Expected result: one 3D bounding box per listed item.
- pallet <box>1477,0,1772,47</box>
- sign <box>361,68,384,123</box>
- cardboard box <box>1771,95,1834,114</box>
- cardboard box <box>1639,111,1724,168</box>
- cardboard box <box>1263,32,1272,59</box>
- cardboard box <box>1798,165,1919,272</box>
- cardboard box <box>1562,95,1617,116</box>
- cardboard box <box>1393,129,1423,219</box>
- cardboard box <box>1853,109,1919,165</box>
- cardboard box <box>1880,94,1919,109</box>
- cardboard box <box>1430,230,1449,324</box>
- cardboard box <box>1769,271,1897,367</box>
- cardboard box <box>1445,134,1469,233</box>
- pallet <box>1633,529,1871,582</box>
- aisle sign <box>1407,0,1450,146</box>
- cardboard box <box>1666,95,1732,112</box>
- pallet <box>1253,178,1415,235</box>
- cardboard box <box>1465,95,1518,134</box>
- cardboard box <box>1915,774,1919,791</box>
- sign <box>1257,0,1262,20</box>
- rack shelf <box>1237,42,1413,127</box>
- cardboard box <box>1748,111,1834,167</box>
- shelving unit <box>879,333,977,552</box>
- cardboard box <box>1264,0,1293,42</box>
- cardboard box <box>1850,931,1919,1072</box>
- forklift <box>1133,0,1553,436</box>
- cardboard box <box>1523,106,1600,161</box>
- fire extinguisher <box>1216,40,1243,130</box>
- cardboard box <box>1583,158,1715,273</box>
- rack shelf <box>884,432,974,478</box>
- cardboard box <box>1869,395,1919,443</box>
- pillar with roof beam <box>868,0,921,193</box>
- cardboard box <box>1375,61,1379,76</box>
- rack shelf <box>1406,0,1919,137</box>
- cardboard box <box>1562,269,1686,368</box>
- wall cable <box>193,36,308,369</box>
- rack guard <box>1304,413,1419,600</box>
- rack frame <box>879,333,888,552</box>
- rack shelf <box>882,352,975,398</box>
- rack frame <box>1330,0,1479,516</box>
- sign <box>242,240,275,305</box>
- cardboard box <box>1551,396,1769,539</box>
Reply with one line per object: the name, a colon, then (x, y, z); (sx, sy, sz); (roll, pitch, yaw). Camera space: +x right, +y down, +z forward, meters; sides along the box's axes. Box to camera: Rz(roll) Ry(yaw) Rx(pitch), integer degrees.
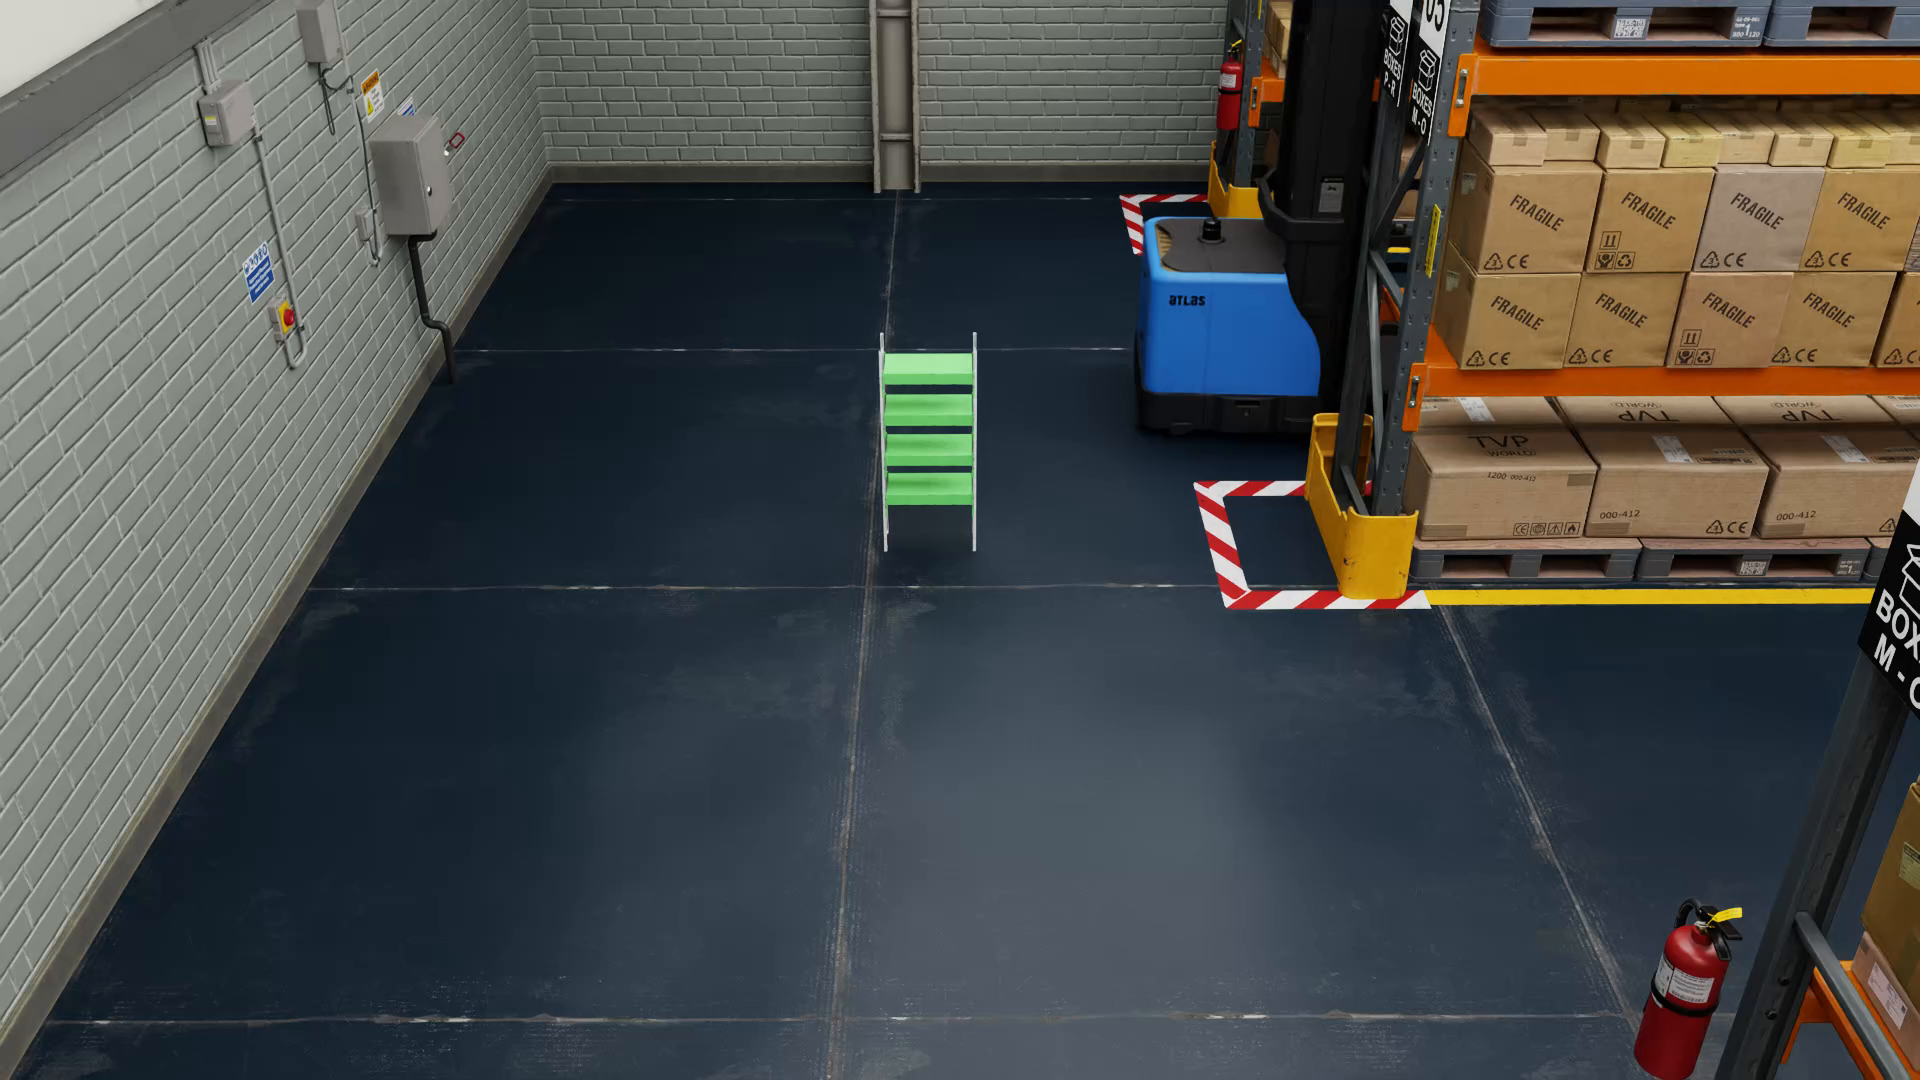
pallet: (2.943, -2.526, 7.716); (1.213, 0.211, 1.003); (0, 31, 0)
sign: (-3.511, -2.658, 9.943); (0.001, 0.242, 0.339); (0, 31, 0)
cardboard box: (4.097, -2.150, 8.216); (0.250, 0.149, 0.380); (1, 31, 1)
cardboard box: (3.343, -1.868, 7.752); (0.250, 0.149, 0.380); (-1, 31, -2)
cardboard box: (2.497, -3.882, 12.998); (0.250, 0.149, 0.380); (-1, 31, -1)
cardboard box: (4.213, -1.611, 7.953); (0.500, 0.500, 0.500); (0, 31, 0)
cardboard box: (3.070, -2.184, 8.273); (0.250, 0.149, 0.380); (0, 31, -1)
cardboard box: (3.635, -2.895, 13.134); (0.500, 0.500, 0.700); (1, 31, 2)
cardboard box: (4.371, -1.888, 7.785); (0.250, 0.149, 0.380); (0, 31, 0)
cardboard box: (4.607, -2.138, 8.196); (0.250, 0.149, 0.380); (0, 31, 0)
cardboard box: (2.682, -1.456, 8.661); (0.500, 0.500, 0.500); (0, 31, 0)
cardboard box: (4.198, -1.188, 8.220); (0.500, 0.500, 0.500); (1, 31, 1)
cardboard box: (2.682, -1.869, 8.379); (0.500, 0.500, 0.500); (1, 31, 1)
pallet: (4.217, -0.127, 9.256); (1.213, 0.211, 1.003); (0, 31, 0)
aisle sign: (2.131, -2.235, 7.535); (0.004, 0.787, 0.394); (0, 31, 0)
cardboard box: (3.584, -2.128, 8.180); (0.250, 0.149, 0.380); (0, 31, -1)
pallet: (3.041, -2.660, 13.430); (1.213, 0.211, 1.003); (0, 31, 0)
cardboard box: (2.559, -2.127, 8.178); (0.250, 0.149, 0.380); (0, 31, 0)
cardboard box: (2.788, 0.565, 4.079); (0.500, 0.500, 0.500); (-1, 31, -1)
sign: (2.171, -3.937, 12.013); (0.005, 0.325, 0.100); (0, 31, 0)
rack shelf: (4.167, -3.547, 12.899); (4.000, 0.370, 1.077); (0, 31, 0)
cardboard box: (3.855, -1.876, 7.764); (0.250, 0.149, 0.380); (0, 31, 0)
shelving unit: (-0.166, -0.512, 8.938); (0.503, 1.200, 0.258); (0, 31, 0)
cardboard box: (2.626, -4.051, 12.893); (0.500, 0.250, 0.500); (1, 31, 1)
cardboard box: (2.656, 1.253, 4.535); (0.250, 0.149, 0.380); (0, 31, 0)
forklift: (2.645, -2.115, 9.910); (3.031, 2.935, 1.130); (1, 31, 2)
cardboard box: (2.819, -1.917, 7.832); (0.250, 0.149, 0.380); (1, 31, 1)
fire extinguisher: (2.023, -3.416, 12.423); (0.183, 0.674, 0.296); (0, 31, 0)
cardboard box: (3.199, -1.603, 7.940); (0.500, 0.500, 0.500); (-1, 31, -2)
rack shelf: (-0.166, -0.458, 8.971); (0.480, 0.148, 0.258); (0, 31, 0)
cardboard box: (5.573, -0.424, 9.123); (0.875, 0.438, 0.875); (-1, 31, -1)
pillar with roof beam: (-0.508, -4.640, 8.222); (0.400, 9.000, 9.100); (0, 31, 0)
cardboard box: (3.014, -3.644, 12.606); (0.250, 0.149, 0.380); (-1, 31, -1)
rack shelf: (4.201, -2.255, 7.877); (4.000, 0.370, 1.077); (0, 31, 0)
cardboard box: (3.189, -1.185, 8.216); (0.500, 0.500, 0.500); (-1, 31, -1)
wall cable: (-3.437, -1.692, 8.137); (0.123, 1.953, 0.585); (0, 31, 0)
rack guard: (2.177, -0.205, 9.106); (0.348, 0.500, 1.175); (0, 31, 0)
rack frame: (-0.410, -0.512, 8.937); (0.015, 1.200, 0.240); (0, 31, 0)
rack shelf: (-0.166, -0.868, 8.722); (0.480, 0.148, 0.258); (0, 31, 0)
rack frame: (2.201, -1.274, 8.458); (0.127, 3.000, 1.000); (0, 31, 0)
sign: (-3.498, -1.335, 8.297); (0.001, 0.218, 0.327); (0, 31, 0)
cardboard box: (3.776, -0.419, 9.115); (0.875, 0.438, 0.875); (1, 31, 1)
